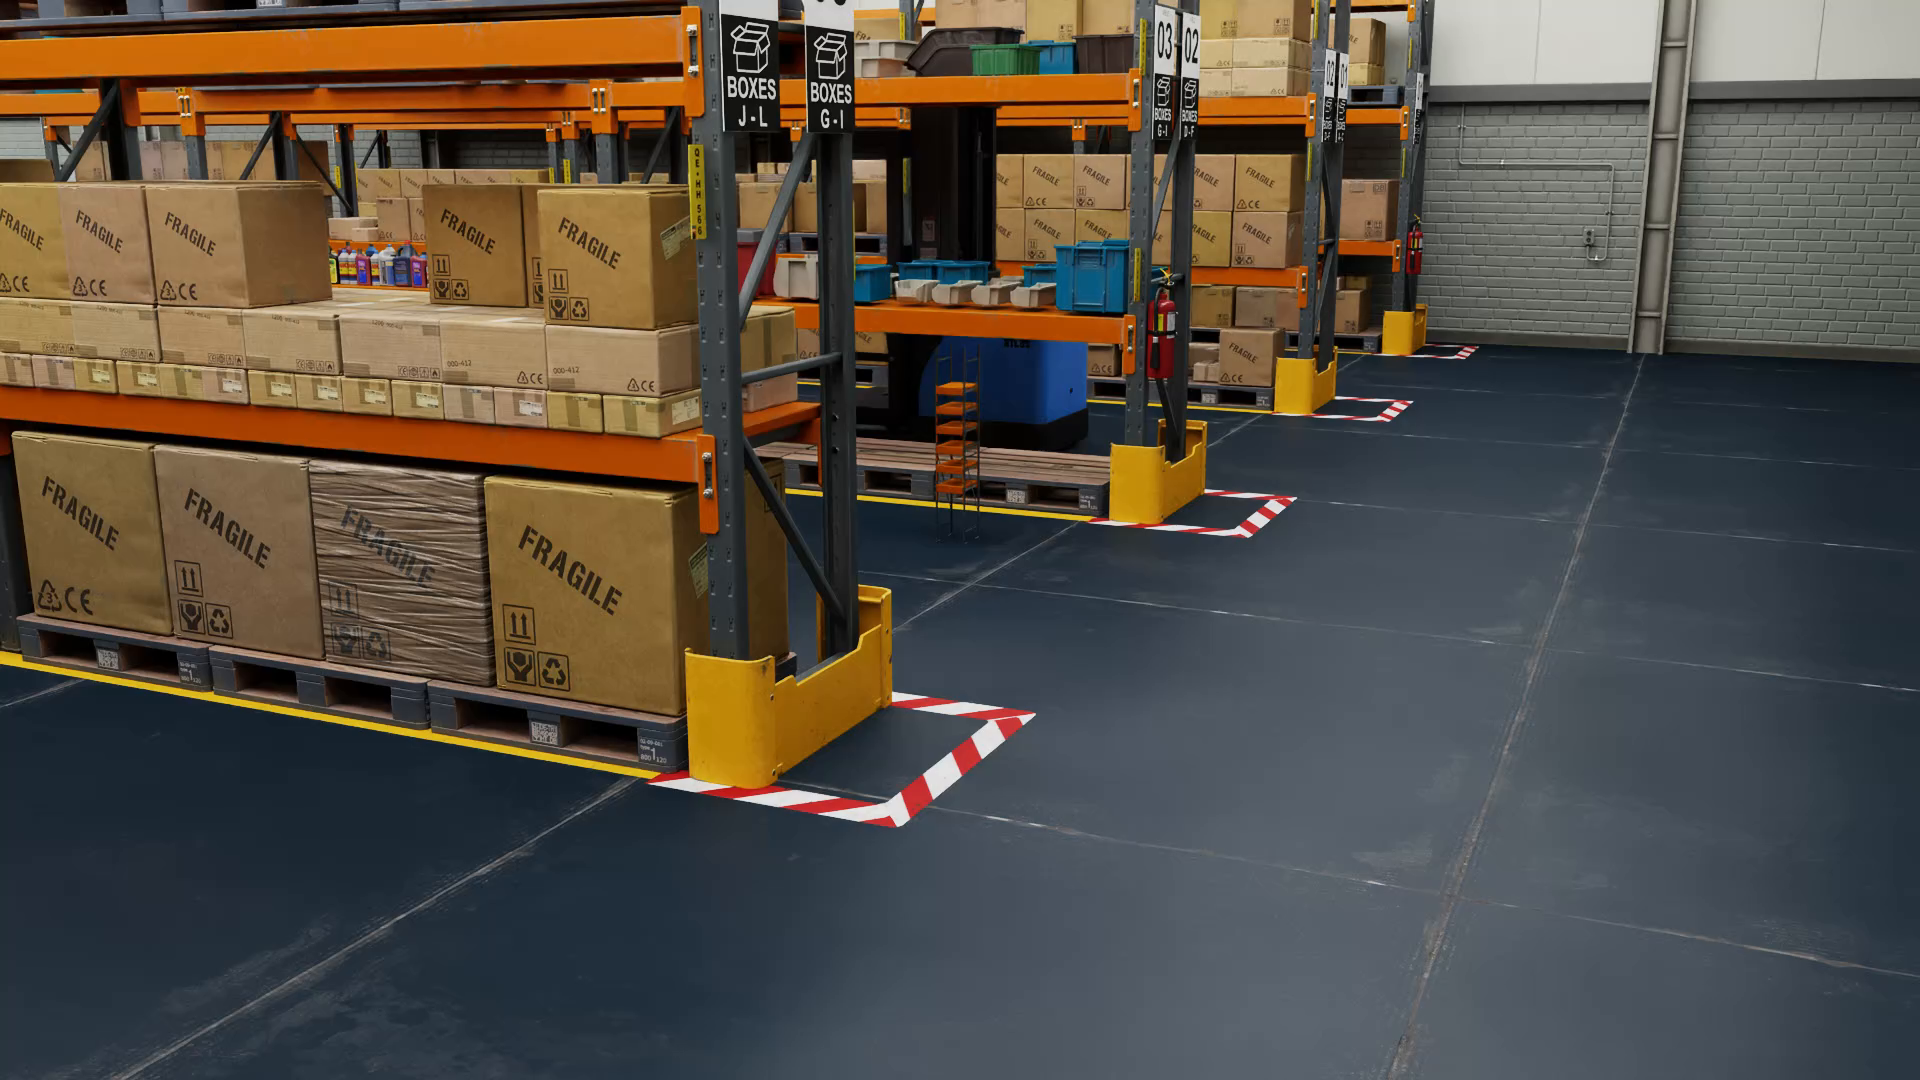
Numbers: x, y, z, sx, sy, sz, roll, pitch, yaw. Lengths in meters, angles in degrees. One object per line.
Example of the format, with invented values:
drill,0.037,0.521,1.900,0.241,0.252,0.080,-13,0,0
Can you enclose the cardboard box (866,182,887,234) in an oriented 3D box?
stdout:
cardboard box,-0.674,-3.440,17.210,0.500,0.500,0.700,1,13,4

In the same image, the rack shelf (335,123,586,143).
rack shelf,-7.471,-6.167,24.977,4.000,0.370,1.077,6,14,23

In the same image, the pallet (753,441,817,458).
pallet,-1.653,-0.644,12.539,1.213,0.211,1.003,6,14,23

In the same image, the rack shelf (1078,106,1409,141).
rack shelf,3.500,-5.056,20.245,4.000,0.370,1.077,6,14,23

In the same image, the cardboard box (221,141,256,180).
cardboard box,-8.516,-4.603,20.246,0.500,0.500,0.700,6,14,23

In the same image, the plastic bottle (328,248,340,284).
plastic bottle,-4.995,-2.182,13.242,0.133,0.283,0.061,6,14,23

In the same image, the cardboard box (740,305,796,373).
cardboard box,-1.019,-0.830,6.903,0.500,0.250,0.500,5,14,22

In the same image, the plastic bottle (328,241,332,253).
plastic bottle,-5.455,-2.427,14.287,0.133,0.283,0.061,6,14,23

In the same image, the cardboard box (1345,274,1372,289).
cardboard box,4.844,-3.138,20.197,0.250,0.149,0.380,6,14,24

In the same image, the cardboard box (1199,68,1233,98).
cardboard box,2.297,-4.154,15.156,0.500,0.250,0.500,6,14,23

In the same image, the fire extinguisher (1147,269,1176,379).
fire extinguisher,1.270,-1.364,10.486,0.183,0.674,0.296,6,14,23

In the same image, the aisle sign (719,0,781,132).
aisle sign,-0.746,-1.854,5.898,0.004,0.787,0.394,6,14,23

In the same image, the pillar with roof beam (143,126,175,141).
pillar with roof beam,-15.539,-7.934,24.369,0.400,9.000,9.100,6,14,23

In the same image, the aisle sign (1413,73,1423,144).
aisle sign,5.273,-4.957,19.125,0.004,0.787,0.394,6,14,23

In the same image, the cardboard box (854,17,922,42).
cardboard box,-0.762,-4.920,16.735,0.600,0.600,0.600,4,14,18

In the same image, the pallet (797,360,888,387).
pallet,-1.090,-1.806,17.489,1.213,0.211,1.003,6,14,23

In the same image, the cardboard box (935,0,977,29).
cardboard box,0.129,-5.055,16.258,0.500,0.500,0.700,6,14,23

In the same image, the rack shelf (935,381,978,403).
rack shelf,-0.013,-0.893,10.051,0.180,0.103,0.258,6,14,23

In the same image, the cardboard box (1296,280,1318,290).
cardboard box,4.223,-3.106,20.056,0.250,0.149,0.380,6,15,25

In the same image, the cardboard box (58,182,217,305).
cardboard box,-3.566,-1.319,7.347,0.500,0.500,0.500,6,14,23

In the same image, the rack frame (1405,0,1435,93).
rack frame,5.329,-6.682,19.032,0.127,3.000,1.000,6,14,23

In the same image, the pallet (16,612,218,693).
pallet,-3.684,0.417,8.016,1.213,0.211,1.003,6,14,23

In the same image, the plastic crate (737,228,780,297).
plastic crate,-1.626,-1.987,11.887,0.583,0.464,0.402,6,14,23

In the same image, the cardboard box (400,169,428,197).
cardboard box,-8.067,-5.339,25.087,0.500,0.500,0.500,5,14,21

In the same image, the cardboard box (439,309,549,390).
cardboard box,-1.704,-0.766,6.629,0.500,0.250,0.500,6,14,22

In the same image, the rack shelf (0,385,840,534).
rack shelf,-2.518,-0.492,7.361,4.000,0.370,1.077,6,14,23

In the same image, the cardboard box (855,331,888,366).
cardboard box,-0.898,-2.079,17.059,0.500,0.500,0.500,6,14,23

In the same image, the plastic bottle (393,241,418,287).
plastic bottle,-4.321,-2.157,12.987,0.185,0.351,0.144,6,14,23

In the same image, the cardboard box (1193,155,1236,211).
cardboard box,2.345,-3.292,15.310,0.500,0.500,0.500,6,15,25

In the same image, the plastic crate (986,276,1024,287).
plastic crate,0.344,-1.794,11.780,0.298,0.136,0.250,6,14,23

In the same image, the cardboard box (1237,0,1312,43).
cardboard box,2.850,-4.766,15.026,0.500,0.500,0.700,6,14,23

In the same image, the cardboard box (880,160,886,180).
cardboard box,-0.724,-4.879,21.925,0.500,0.250,0.500,6,14,24

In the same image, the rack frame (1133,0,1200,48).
rack frame,1.316,-4.613,10.214,0.127,3.000,1.000,6,14,23

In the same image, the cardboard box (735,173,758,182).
cardboard box,-2.941,-4.852,23.183,0.500,0.500,0.700,4,14,18

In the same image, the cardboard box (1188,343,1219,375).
cardboard box,2.487,-1.757,16.234,0.500,0.250,0.500,6,14,23

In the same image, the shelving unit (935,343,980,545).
shelving unit,-0.013,-0.585,10.123,0.189,1.200,0.258,6,14,23

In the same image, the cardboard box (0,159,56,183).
cardboard box,-4.934,-1.622,8.186,0.637,0.503,0.797,5,14,22

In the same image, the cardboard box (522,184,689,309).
cardboard box,-1.477,-1.241,7.014,0.500,0.500,0.500,5,14,22

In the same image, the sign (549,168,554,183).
sign,-5.855,-5.179,23.864,0.005,0.325,0.100,6,14,23

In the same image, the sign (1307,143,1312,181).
sign,3.083,-3.330,14.652,0.005,0.325,0.100,6,14,23

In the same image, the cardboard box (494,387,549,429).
cardboard box,-1.617,-0.546,6.568,0.250,0.149,0.380,6,14,23

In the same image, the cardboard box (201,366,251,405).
cardboard box,-3.026,-0.688,7.173,0.250,0.149,0.380,6,14,24

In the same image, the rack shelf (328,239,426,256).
rack shelf,-5.817,-3.301,19.332,4.000,0.370,1.077,6,14,23

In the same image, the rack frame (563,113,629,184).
rack frame,-3.988,-3.466,18.461,0.127,3.000,1.000,6,14,23

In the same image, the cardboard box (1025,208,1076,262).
cardboard box,0.950,-2.947,16.030,0.500,0.500,0.500,6,14,23

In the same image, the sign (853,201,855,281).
sign,-0.460,-1.233,6.874,0.005,0.325,0.100,6,14,23

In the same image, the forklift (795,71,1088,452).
forklift,-0.520,-2.247,13.415,3.031,2.935,1.130,6,14,24

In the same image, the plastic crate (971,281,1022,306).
plastic crate,0.238,-1.660,11.210,0.243,0.136,0.396,6,14,23

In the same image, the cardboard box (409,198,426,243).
cardboard box,-6.010,-3.716,19.304,0.500,0.500,0.500,6,14,23

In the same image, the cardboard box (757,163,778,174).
cardboard box,-2.613,-5.132,22.959,0.250,0.149,0.380,3,14,14

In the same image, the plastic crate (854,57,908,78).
plastic crate,-0.673,-3.163,11.180,0.530,0.136,0.437,6,14,23

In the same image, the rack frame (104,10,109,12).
rack frame,-4.347,-3.948,7.382,0.127,3.000,1.000,6,14,23

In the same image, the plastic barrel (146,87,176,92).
plastic barrel,-6.661,-4.258,14.171,0.600,0.901,0.600,0,13,0
